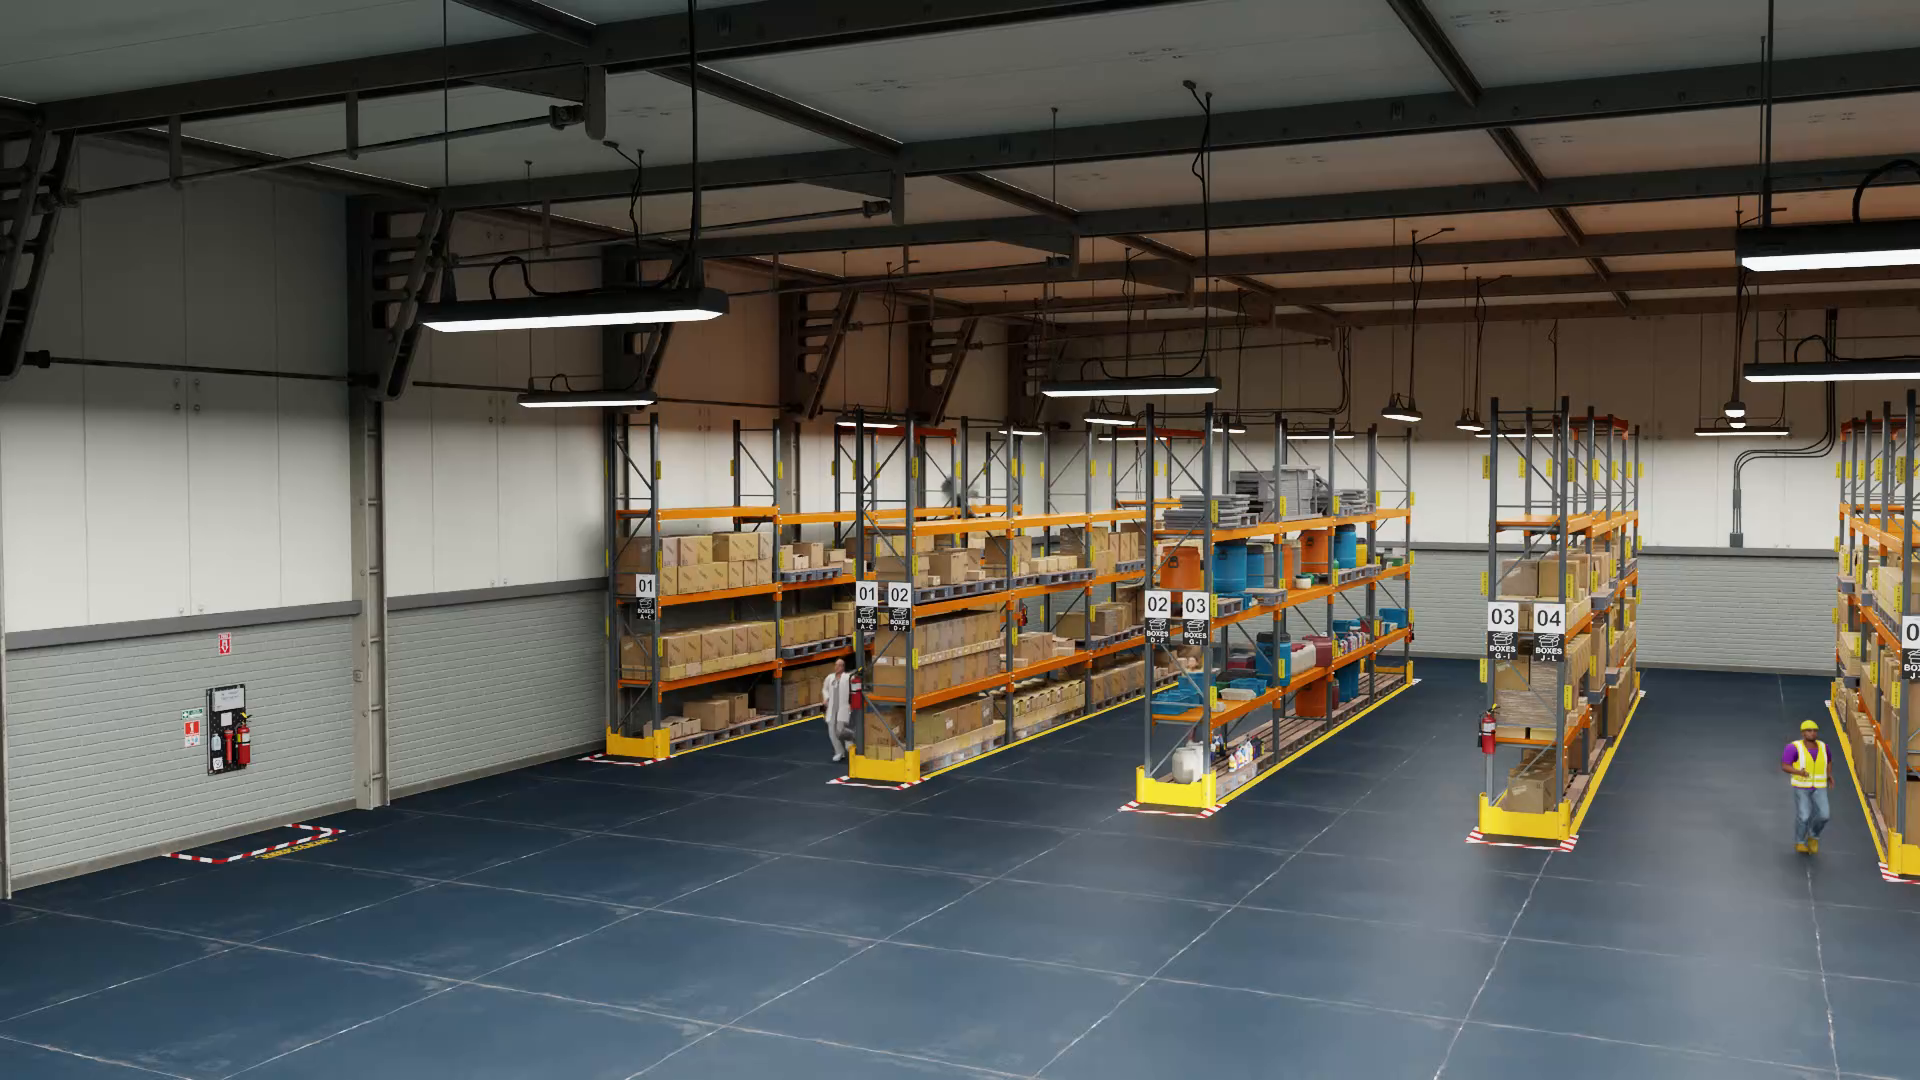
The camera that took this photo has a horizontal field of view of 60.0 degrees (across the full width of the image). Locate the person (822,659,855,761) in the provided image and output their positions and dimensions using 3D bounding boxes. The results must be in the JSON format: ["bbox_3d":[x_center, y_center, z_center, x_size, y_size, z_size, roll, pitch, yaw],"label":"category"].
[{"bbox_3d":[-2.085,2.932,28.783,0.711,1.735,0.637,1,3,19],"label":"person"}]

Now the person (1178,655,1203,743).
[{"bbox_3d":[4.261,2.914,30.405,0.581,1.625,0.575,1,3,20],"label":"person"}]

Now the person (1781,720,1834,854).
[{"bbox_3d":[11.035,3.212,21.570,0.676,1.740,0.601,0,2,8],"label":"person"}]
